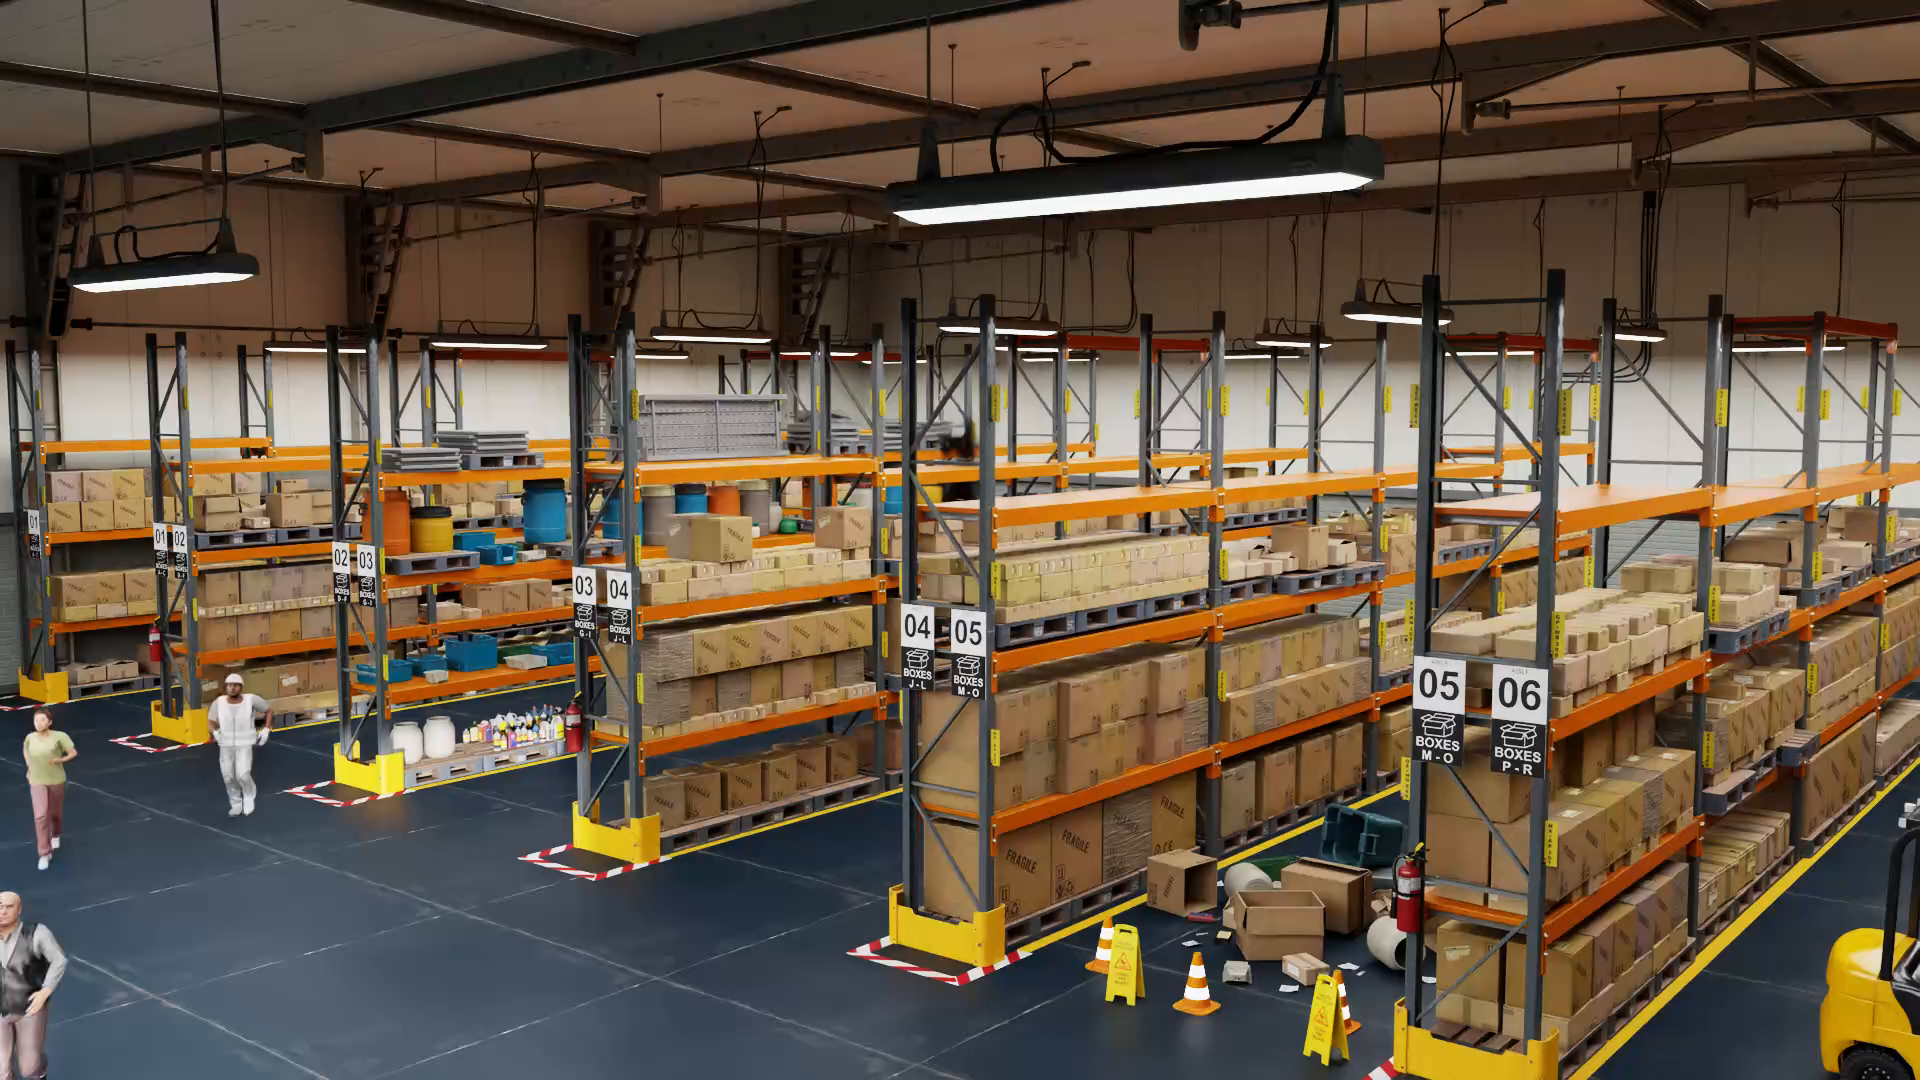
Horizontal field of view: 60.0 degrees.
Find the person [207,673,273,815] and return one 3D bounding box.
[{"bbox_3d":[-8.718,2.481,20.083,0.714,1.747,0.632,-1,5,-11],"label":"person"}]

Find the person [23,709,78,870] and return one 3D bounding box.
[{"bbox_3d":[-9.999,2.686,18.287,0.559,1.691,0.896,-2,5,-20],"label":"person"}]

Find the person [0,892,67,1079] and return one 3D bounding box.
[{"bbox_3d":[-6.618,3.284,11.651,0.678,1.705,0.796,-2,6,-22],"label":"person"}]
